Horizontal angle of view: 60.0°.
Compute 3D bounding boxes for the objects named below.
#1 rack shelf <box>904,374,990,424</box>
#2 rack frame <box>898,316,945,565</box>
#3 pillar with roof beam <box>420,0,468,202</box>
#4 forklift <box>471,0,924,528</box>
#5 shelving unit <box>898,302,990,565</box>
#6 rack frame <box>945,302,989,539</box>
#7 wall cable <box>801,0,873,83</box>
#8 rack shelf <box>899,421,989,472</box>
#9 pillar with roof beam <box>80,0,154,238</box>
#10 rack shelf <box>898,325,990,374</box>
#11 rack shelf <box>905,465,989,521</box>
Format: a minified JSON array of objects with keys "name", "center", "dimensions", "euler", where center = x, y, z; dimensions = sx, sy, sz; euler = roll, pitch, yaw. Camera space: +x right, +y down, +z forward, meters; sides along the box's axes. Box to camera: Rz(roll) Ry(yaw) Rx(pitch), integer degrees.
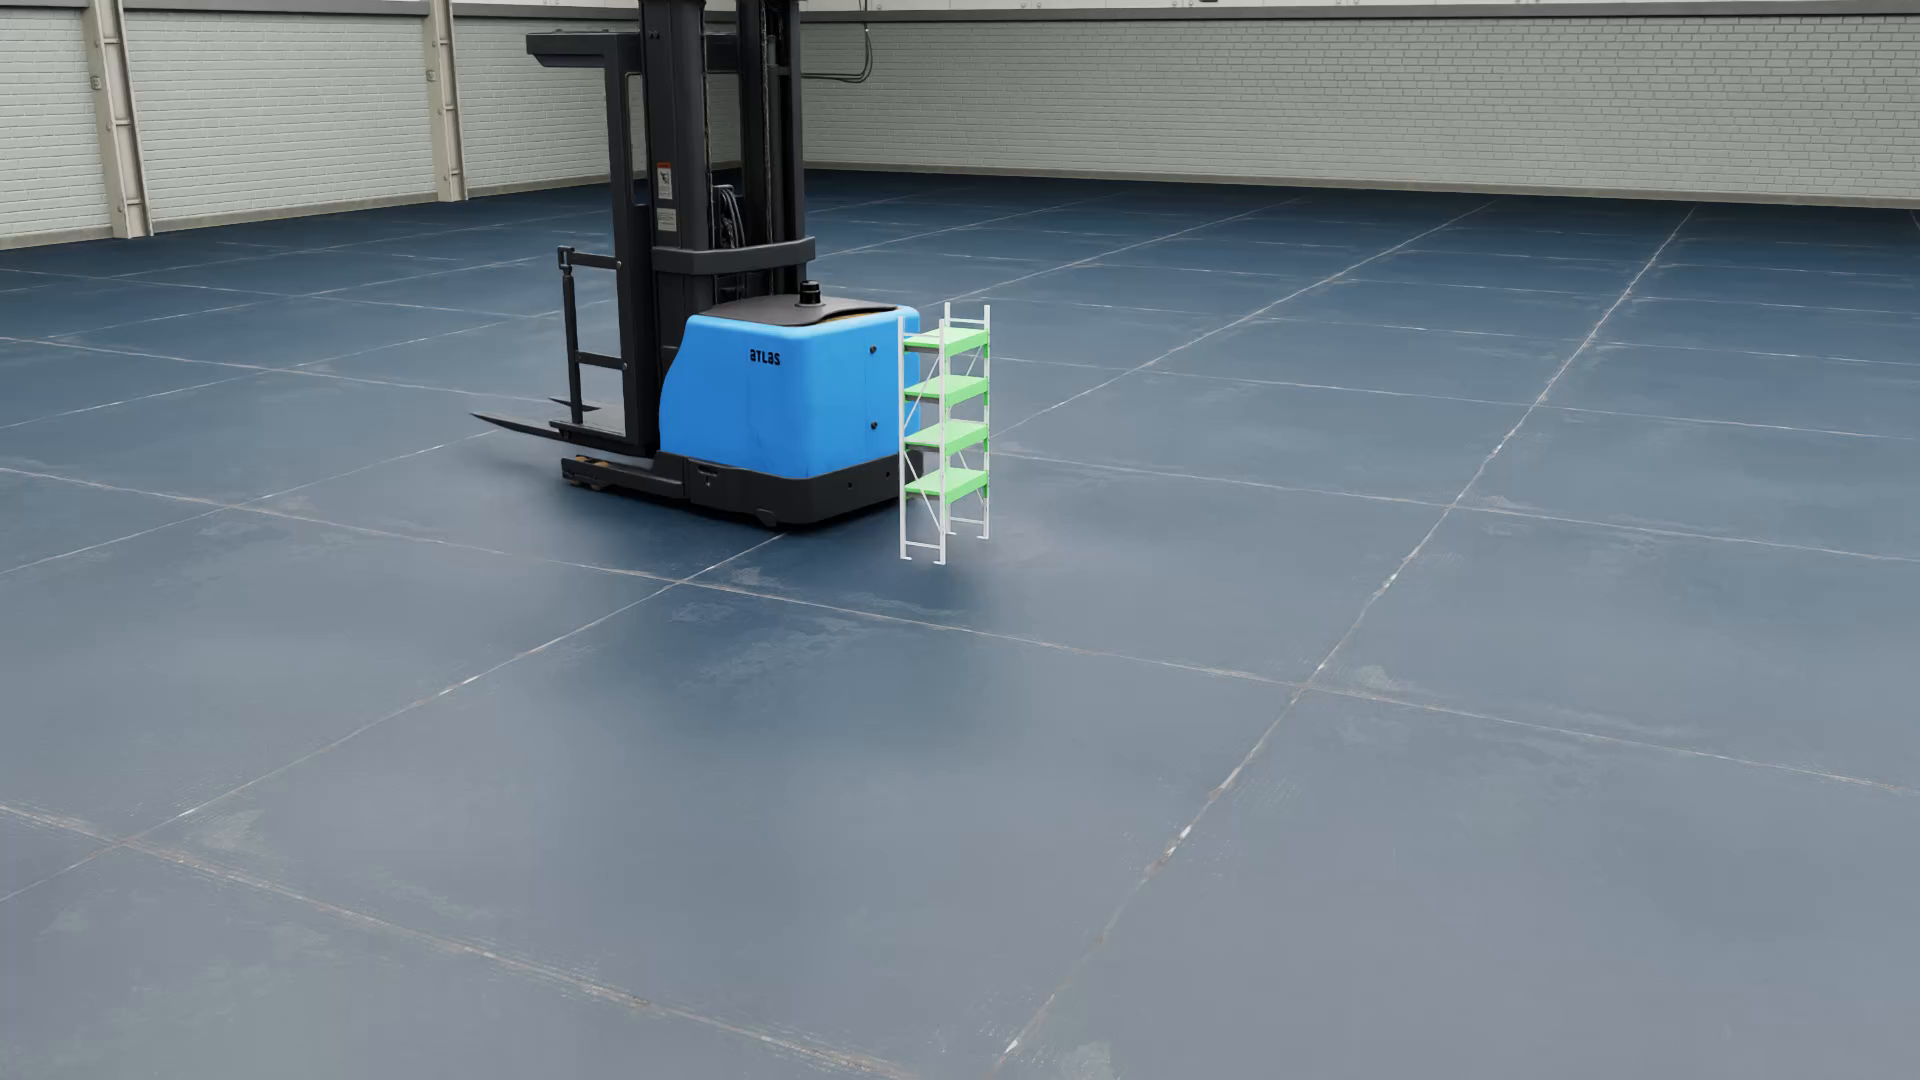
[{"name":"rack shelf","center":[-0.074,-0.702,8.161],"dimensions":[0.258,0.148,0.480],"euler":[8,18,25]},{"name":"rack frame","center":[-0.183,-0.471,8.002],"dimensions":[0.240,1.200,0.015],"euler":[8,18,25]},{"name":"pillar with roof beam","center":[-4.470,-9.336,24.151],"dimensions":[9.100,9.000,0.400],"euler":[8,18,25]},{"name":"forklift","center":[-1.670,-1.789,9.401],"dimensions":[3.031,2.935,1.130],"euler":[13,21,37]},{"name":"shelving unit","center":[-0.074,-0.533,8.212],"dimensions":[0.258,1.200,0.503],"euler":[8,18,25]},{"name":"rack frame","center":[0.035,-0.595,8.421],"dimensions":[0.240,1.200,0.015],"euler":[8,18,25]},{"name":"wall cable","center":[-3.141,-10.505,33.543],"dimensions":[3.097,2.526,0.112],"euler":[8,18,25]},{"name":"rack shelf","center":[-0.074,-0.472,8.230],"dimensions":[0.258,0.148,0.480],"euler":[8,18,25]},{"name":"pillar with roof beam","center":[-7.151,-7.807,19.006],"dimensions":[9.100,9.000,0.400],"euler":[8,18,25]},{"name":"rack shelf","center":[-0.074,-0.932,8.093],"dimensions":[0.258,0.148,0.480],"euler":[8,18,25]},{"name":"rack shelf","center":[-0.074,-0.242,8.298],"dimensions":[0.258,0.148,0.480],"euler":[8,18,25]}]
